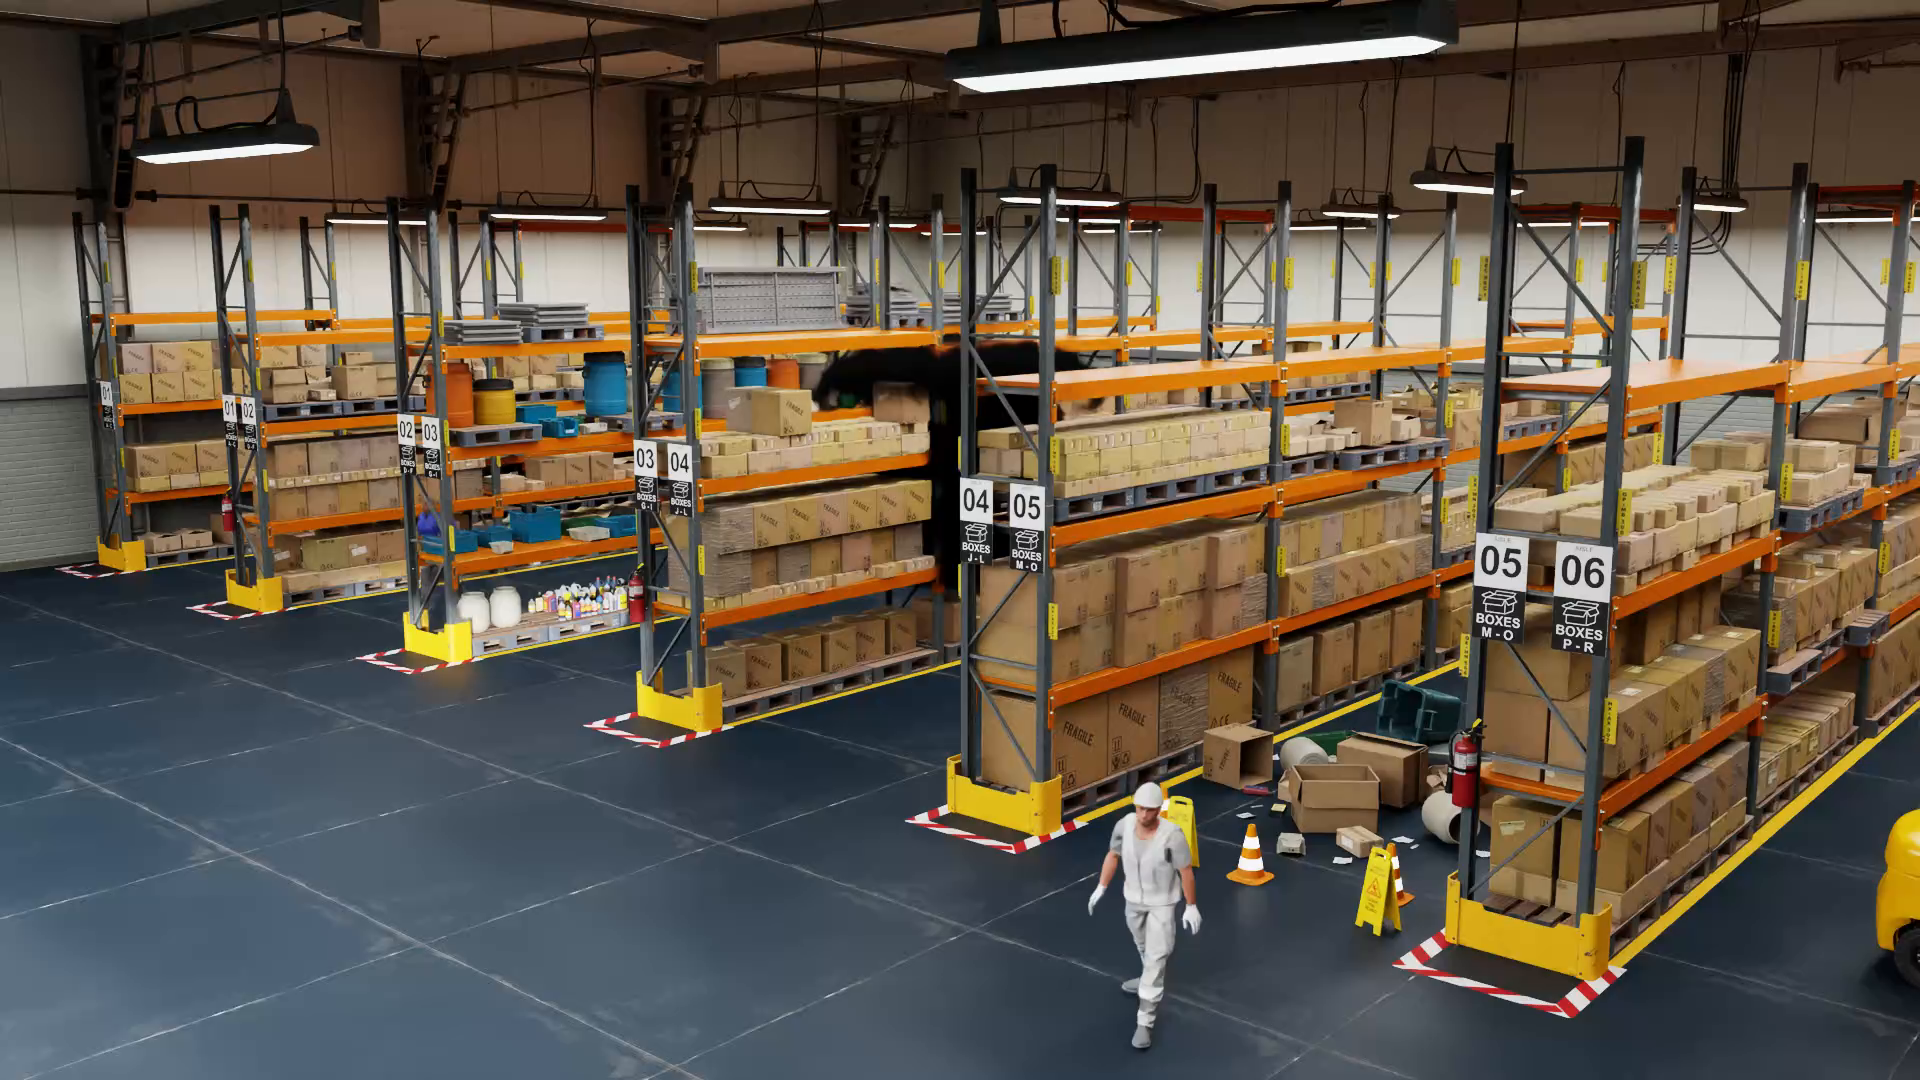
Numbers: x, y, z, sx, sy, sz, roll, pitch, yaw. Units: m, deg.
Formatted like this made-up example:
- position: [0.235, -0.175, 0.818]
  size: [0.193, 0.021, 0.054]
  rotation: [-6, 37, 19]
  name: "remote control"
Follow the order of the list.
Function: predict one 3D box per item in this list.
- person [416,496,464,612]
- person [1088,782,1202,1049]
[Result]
- position: [-7.443, 0.215, 23.522]
  size: [0.630, 1.714, 0.846]
  rotation: [4, 10, 23]
  name: "person"
- position: [1.293, 2.451, 11.332]
  size: [0.732, 1.732, 0.937]
  rotation: [6, 11, 33]
  name: "person"
